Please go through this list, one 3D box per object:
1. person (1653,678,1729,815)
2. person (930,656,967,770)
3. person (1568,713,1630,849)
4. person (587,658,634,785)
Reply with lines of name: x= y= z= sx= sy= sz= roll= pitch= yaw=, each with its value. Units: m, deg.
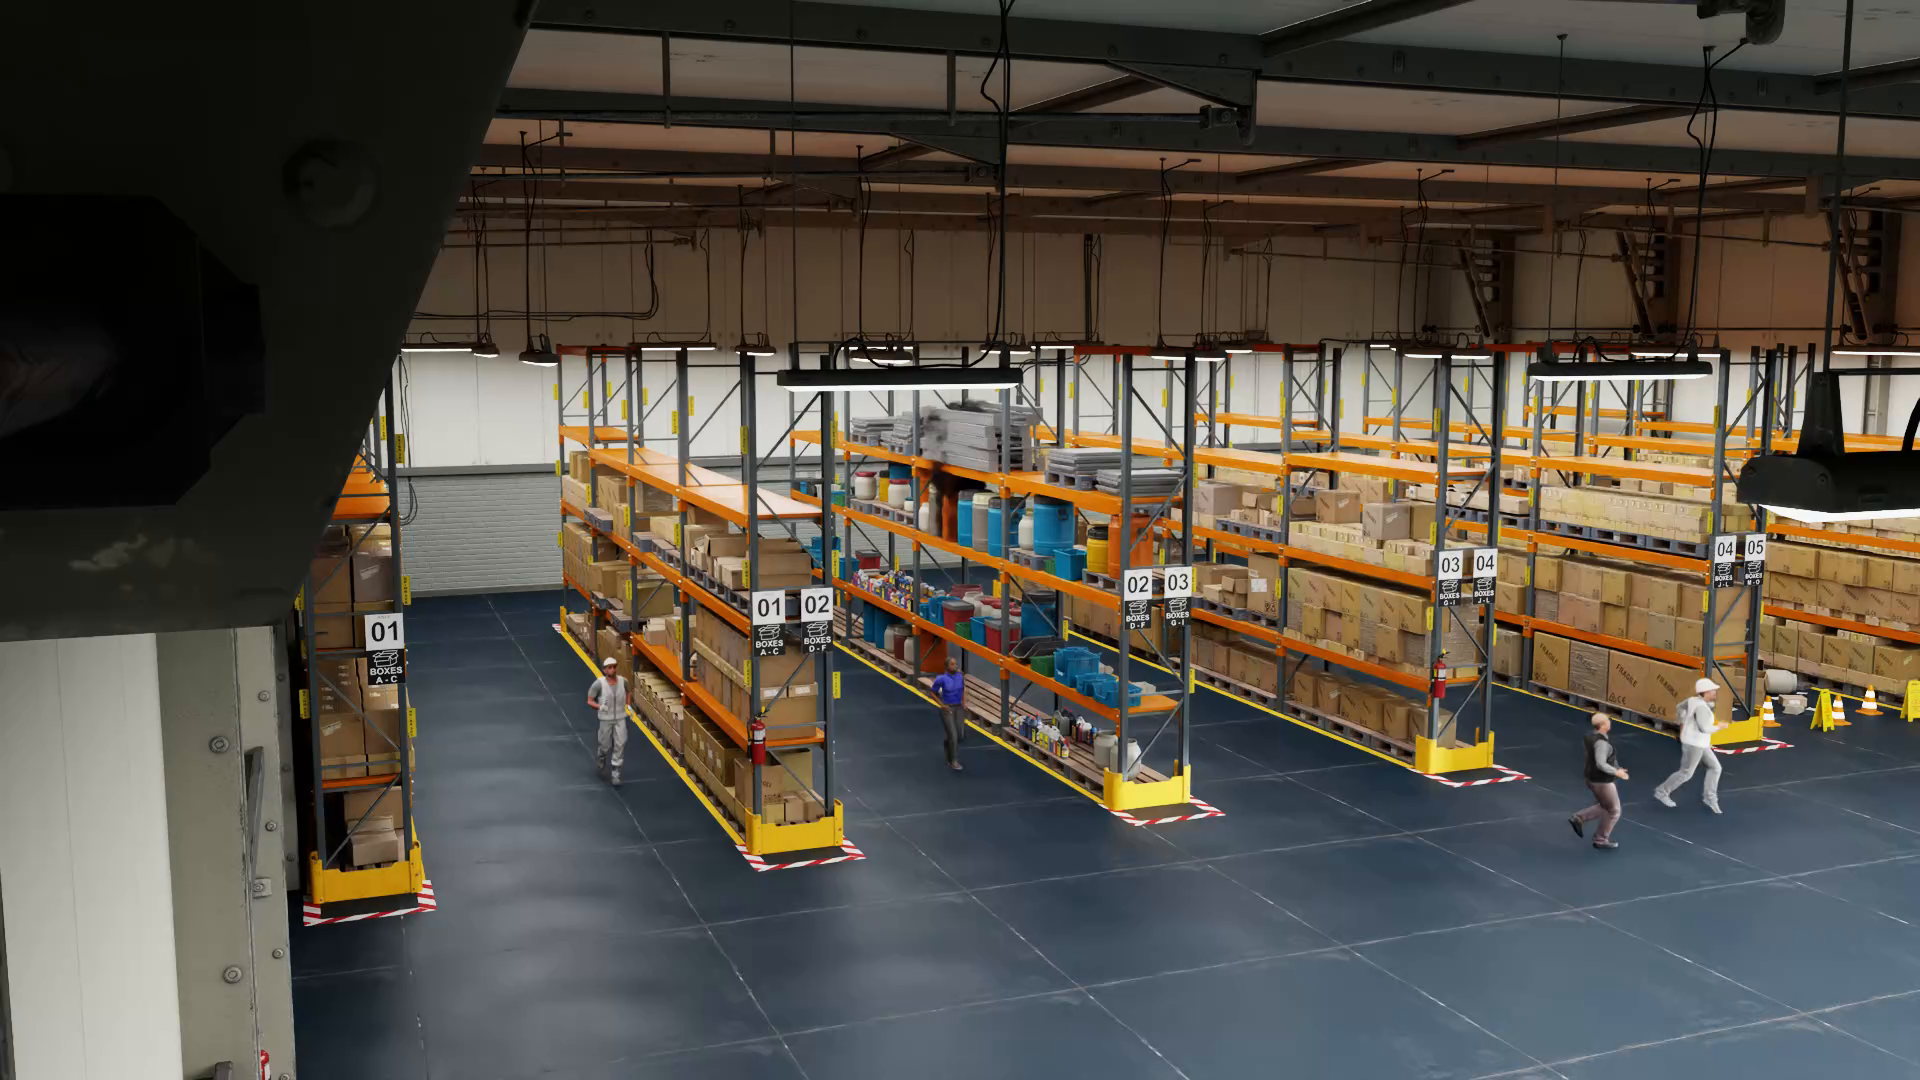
person: x=9.599 y=2.700 z=21.816 sx=0.859 sy=1.820 sz=0.678 roll=3 pitch=8 yaw=19
person: x=-0.166 y=2.480 z=24.065 sx=0.587 sy=1.626 sz=0.601 roll=-5 pitch=9 yaw=-33
person: x=7.793 y=2.933 z=20.281 sx=0.611 sy=1.672 sz=0.657 roll=1 pitch=7 yaw=4
person: x=-4.891 y=2.504 z=23.293 sx=0.663 sy=1.757 sz=0.782 roll=-4 pitch=8 yaw=-27
